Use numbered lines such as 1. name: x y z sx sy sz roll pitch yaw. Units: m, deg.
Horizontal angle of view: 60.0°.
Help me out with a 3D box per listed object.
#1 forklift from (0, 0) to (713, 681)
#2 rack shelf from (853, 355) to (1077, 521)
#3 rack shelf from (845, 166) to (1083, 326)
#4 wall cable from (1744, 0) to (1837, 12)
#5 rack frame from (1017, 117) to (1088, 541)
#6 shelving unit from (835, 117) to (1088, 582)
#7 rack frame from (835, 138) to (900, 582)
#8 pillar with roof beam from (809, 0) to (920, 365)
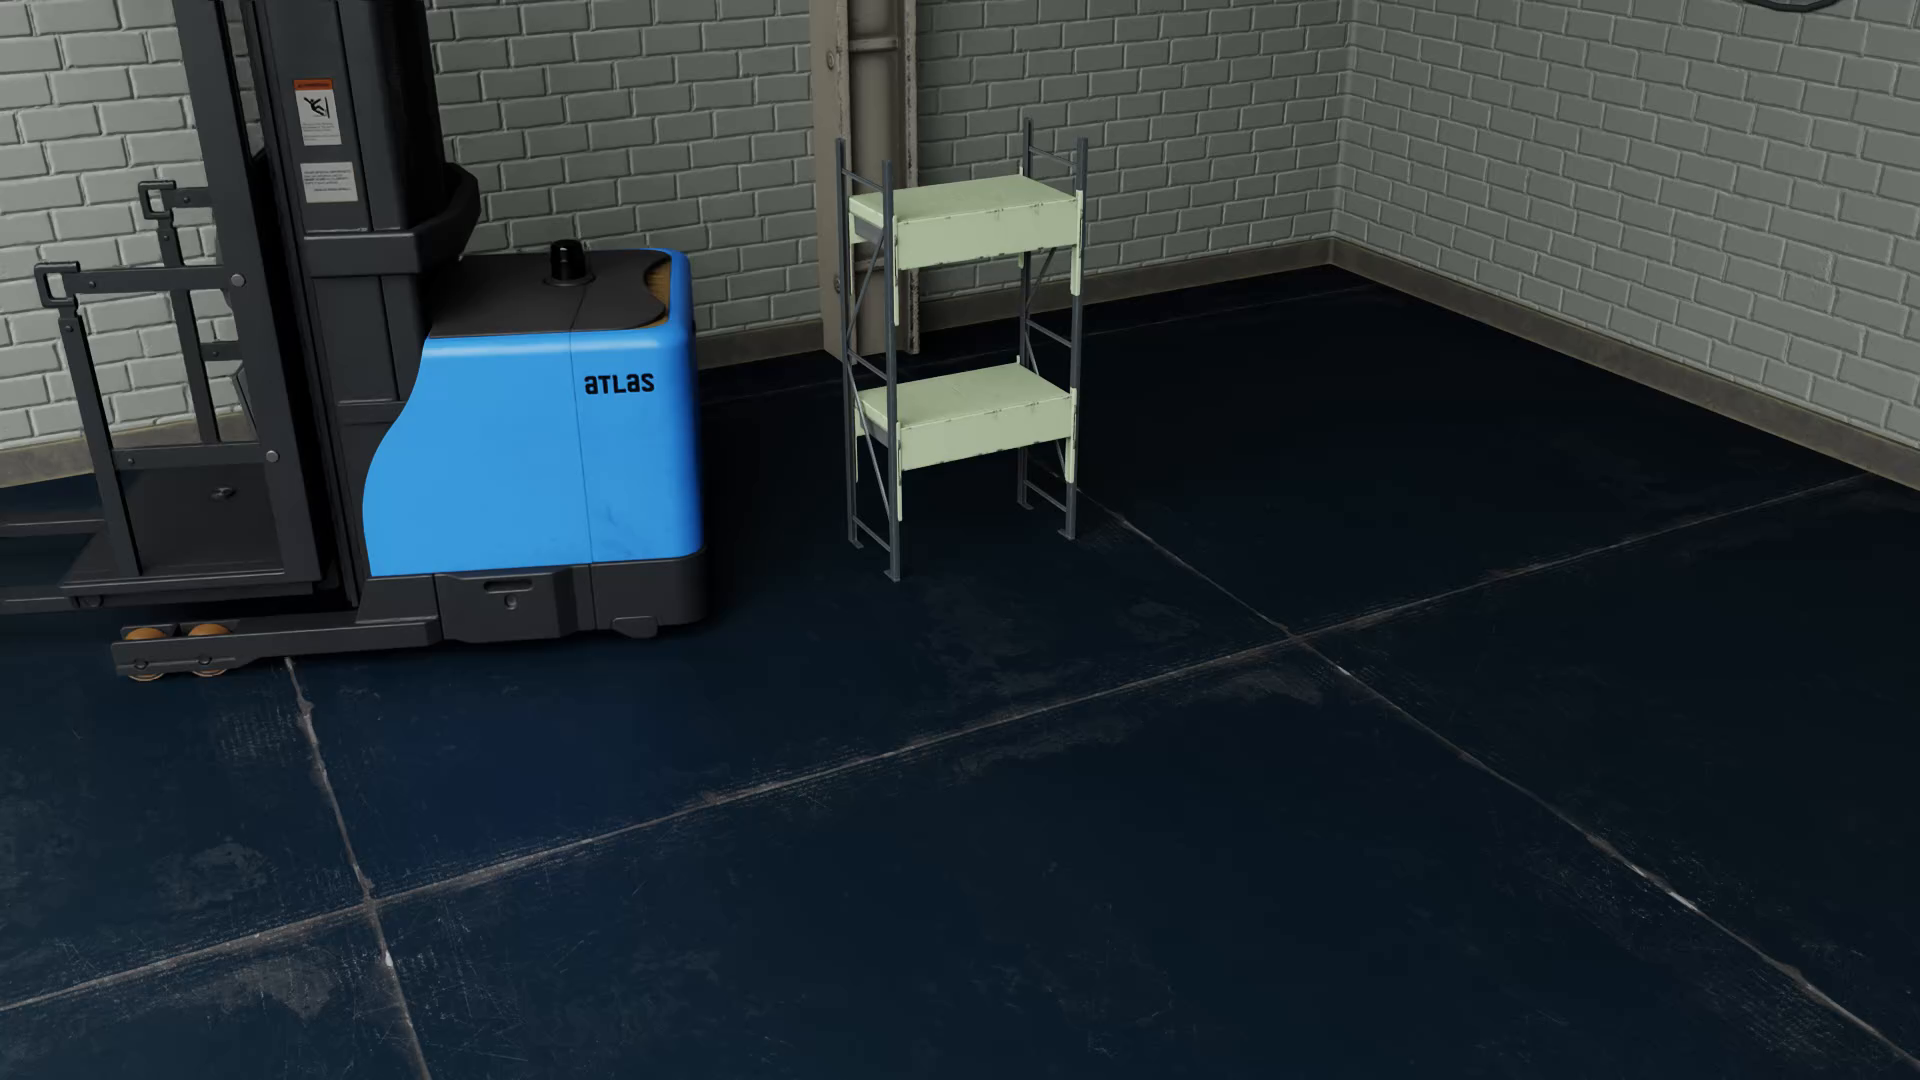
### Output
1. forklift: -2.393 -1.115 5.186 3.031 2.935 1.130 -4 26 -7
2. rack shelf: 0.006 -0.384 6.069 0.720 0.370 0.431 -13 29 -25
3. rack shelf: 0.006 -1.029 5.759 0.720 0.370 0.431 -13 29 -25
4. wall cable: 2.782 -3.690 7.127 0.112 2.526 3.097 -13 29 -25
5. rack frame: 0.329 -0.752 6.083 0.023 1.500 0.400 -13 29 -25
6. shelving unit: 0.006 -0.677 5.928 0.755 1.500 0.431 -13 29 -25
7. rack frame: -0.317 -0.603 5.773 0.023 1.500 0.400 -13 29 -25
8. pillar with roof beam: 1.586 -3.351 2.832 0.400 9.000 9.100 -13 29 -25
